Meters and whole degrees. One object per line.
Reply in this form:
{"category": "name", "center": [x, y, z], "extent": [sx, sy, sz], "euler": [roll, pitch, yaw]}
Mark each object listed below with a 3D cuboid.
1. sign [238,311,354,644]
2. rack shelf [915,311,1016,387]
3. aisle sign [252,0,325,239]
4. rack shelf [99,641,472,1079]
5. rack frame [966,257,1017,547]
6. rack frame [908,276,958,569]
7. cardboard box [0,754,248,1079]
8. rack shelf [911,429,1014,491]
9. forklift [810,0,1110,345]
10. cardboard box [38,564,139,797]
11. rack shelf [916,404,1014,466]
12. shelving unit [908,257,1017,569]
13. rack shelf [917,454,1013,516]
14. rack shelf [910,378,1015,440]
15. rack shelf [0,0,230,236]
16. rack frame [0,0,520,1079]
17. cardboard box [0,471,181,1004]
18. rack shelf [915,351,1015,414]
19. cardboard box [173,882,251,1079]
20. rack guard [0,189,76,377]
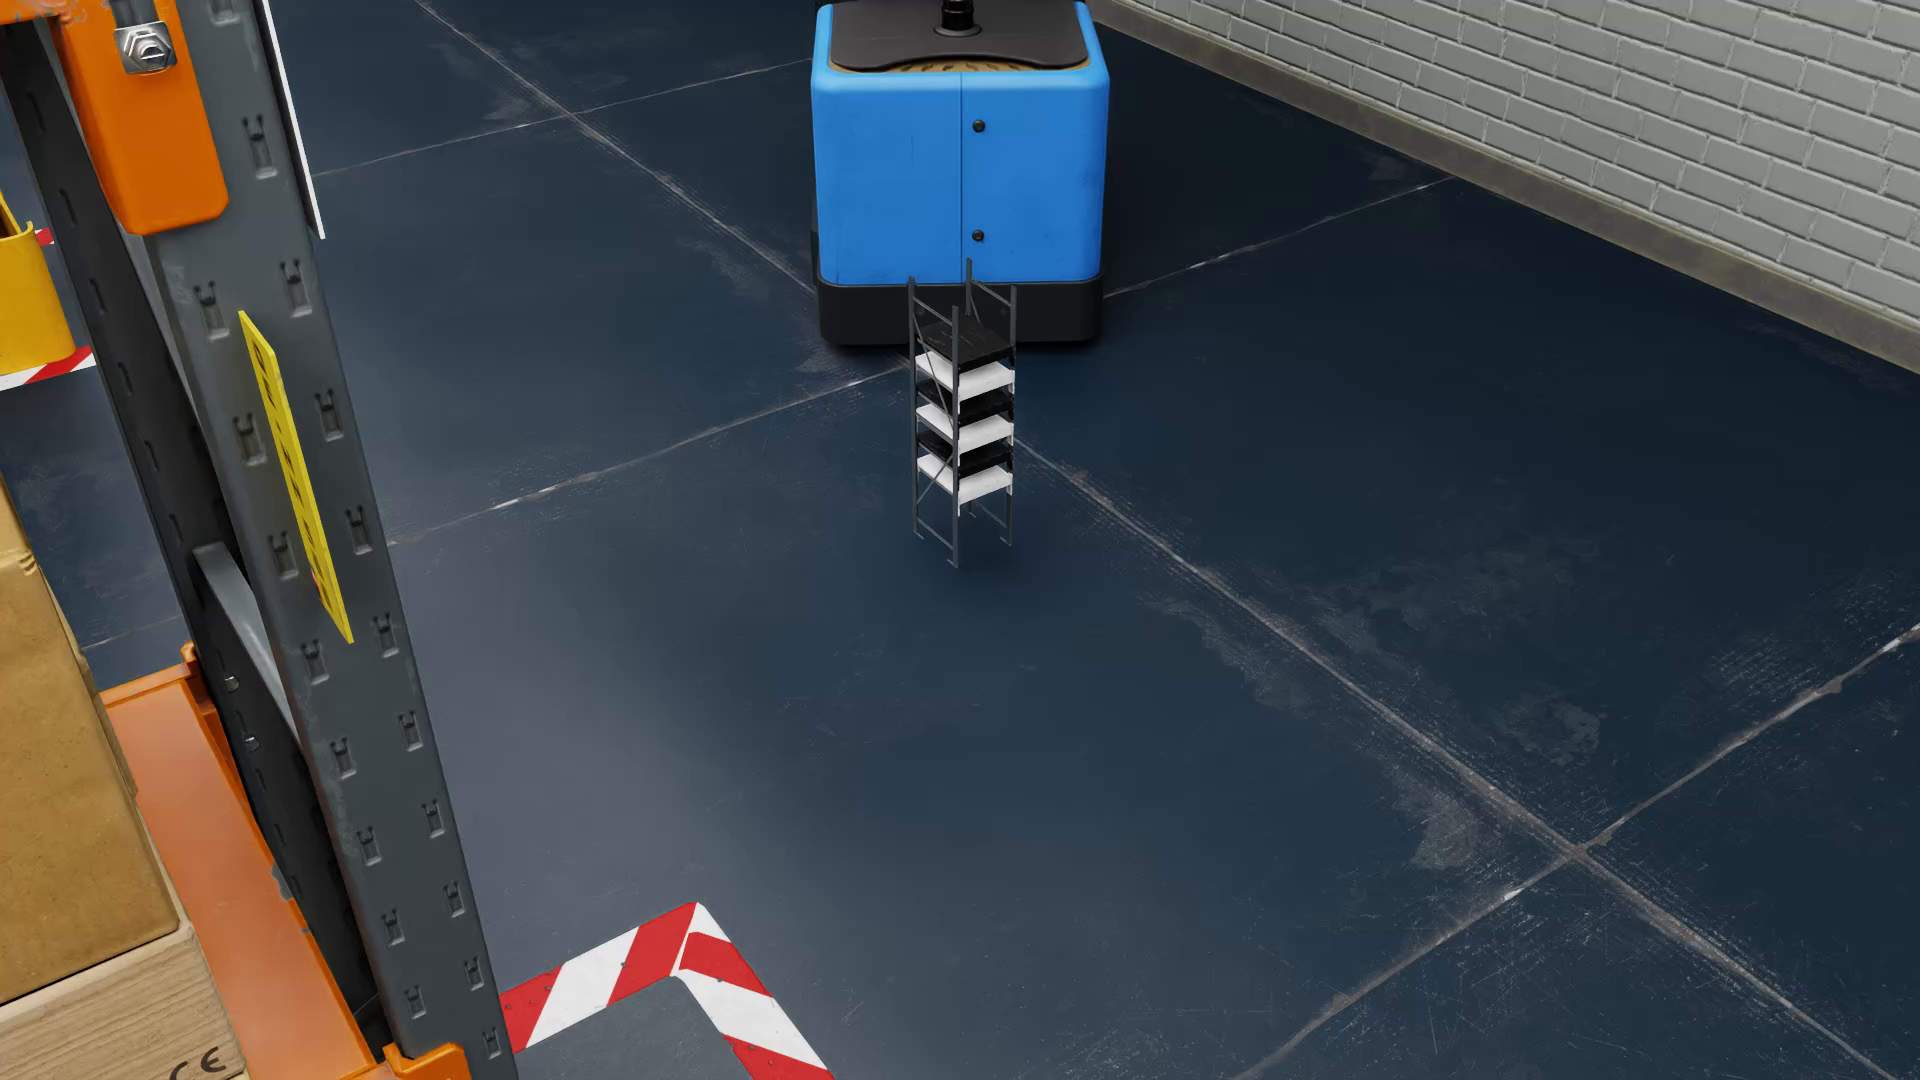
{"category": "sign", "center": [-0.622, -0.053, 1.560], "extent": [0.005, 0.325, 0.100], "euler": [-22, 41, -28]}
{"category": "rack shelf", "center": [0.007, -0.560, 4.853], "extent": [0.200, 0.077, 0.258], "euler": [-22, 41, -28]}
{"category": "aisle sign", "center": [-0.691, -0.687, 1.410], "extent": [0.004, 0.787, 0.394], "euler": [-22, 41, -28]}
{"category": "rack shelf", "center": [-2.558, 1.214, 1.609], "extent": [4.000, 0.370, 1.077], "euler": [-22, 41, -28]}
{"category": "rack frame", "center": [0.090, -0.402, 5.039], "extent": [0.006, 0.900, 0.240], "euler": [-22, 41, -28]}
{"category": "rack frame", "center": [-0.076, -0.334, 4.943], "extent": [0.006, 0.900, 0.240], "euler": [-22, 41, -28]}
{"category": "cardboard box", "center": [-1.166, 0.479, 1.888], "extent": [0.500, 0.250, 0.500], "euler": [-23, 42, -29]}
{"category": "rack shelf", "center": [0.007, -0.268, 5.063], "extent": [0.200, 0.077, 0.258], "euler": [-22, 41, -28]}
{"category": "forklift", "center": [-0.051, -2.740, 6.550], "extent": [1.130, 2.935, 3.031], "euler": [-1, 36, -2]}
{"category": "cardboard box", "center": [-1.471, 0.222, 2.246], "extent": [0.500, 0.250, 0.500], "euler": [-24, 42, -29]}
{"category": "rack shelf", "center": [0.007, -0.341, 5.011], "extent": [0.200, 0.077, 0.258], "euler": [-22, 41, -28]}
{"category": "shelving unit", "center": [0.007, -0.368, 4.991], "extent": [0.210, 0.900, 0.258], "euler": [-22, 41, -28]}
{"category": "rack shelf", "center": [0.007, -0.195, 5.116], "extent": [0.200, 0.077, 0.258], "euler": [-22, 41, -28]}
{"category": "rack shelf", "center": [0.007, -0.414, 4.958], "extent": [0.200, 0.077, 0.258], "euler": [-22, 41, -28]}
{"category": "rack shelf", "center": [-2.558, -0.004, 0.733], "extent": [4.000, 0.370, 1.077], "euler": [-22, 41, -28]}
{"category": "rack frame", "center": [-0.921, 0.251, 2.332], "extent": [0.053, 2.616, 0.949], "euler": [-22, 41, -28]}
{"category": "cardboard box", "center": [-1.170, 0.174, 1.670], "extent": [0.500, 0.500, 0.500], "euler": [-22, 41, -27]}
{"category": "rack shelf", "center": [0.007, -0.487, 4.905], "extent": [0.200, 0.077, 0.258], "euler": [-22, 41, -28]}
{"category": "cardboard box", "center": [-1.024, 0.628, 2.022], "extent": [0.250, 0.149, 0.380], "euler": [-22, 41, -27]}
{"category": "rack guard", "center": [-3.764, -1.114, 6.371], "extent": [0.348, 0.500, 1.175], "euler": [-22, 41, -28]}
